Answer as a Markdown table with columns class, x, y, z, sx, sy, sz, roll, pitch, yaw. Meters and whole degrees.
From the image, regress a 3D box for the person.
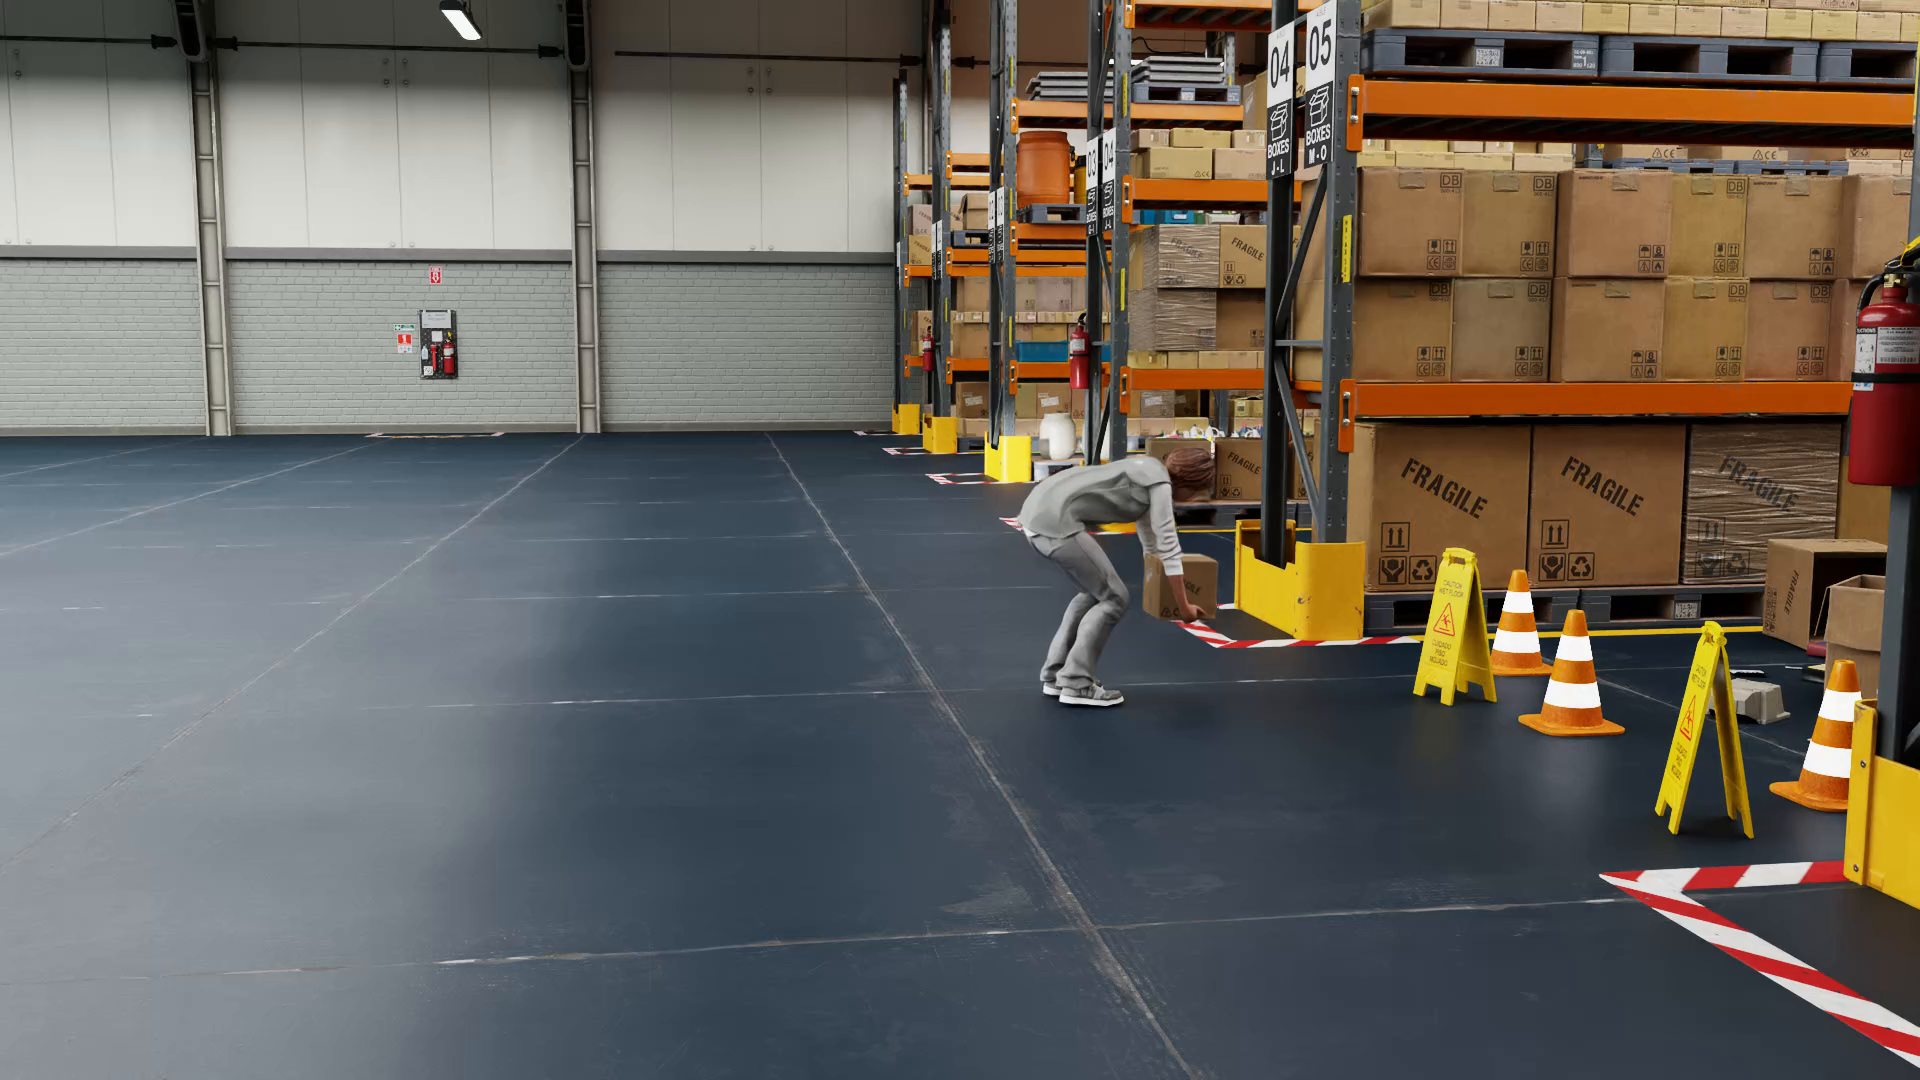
| class | x | y | z | sx | sy | sz | roll | pitch | yaw |
| --- | --- | --- | --- | --- | --- | --- | --- | --- | --- |
| person | 0.667 | 0.155 | 7.022 | 0.850 | 1.058 | 0.404 | -1 | 7 | -11 |
